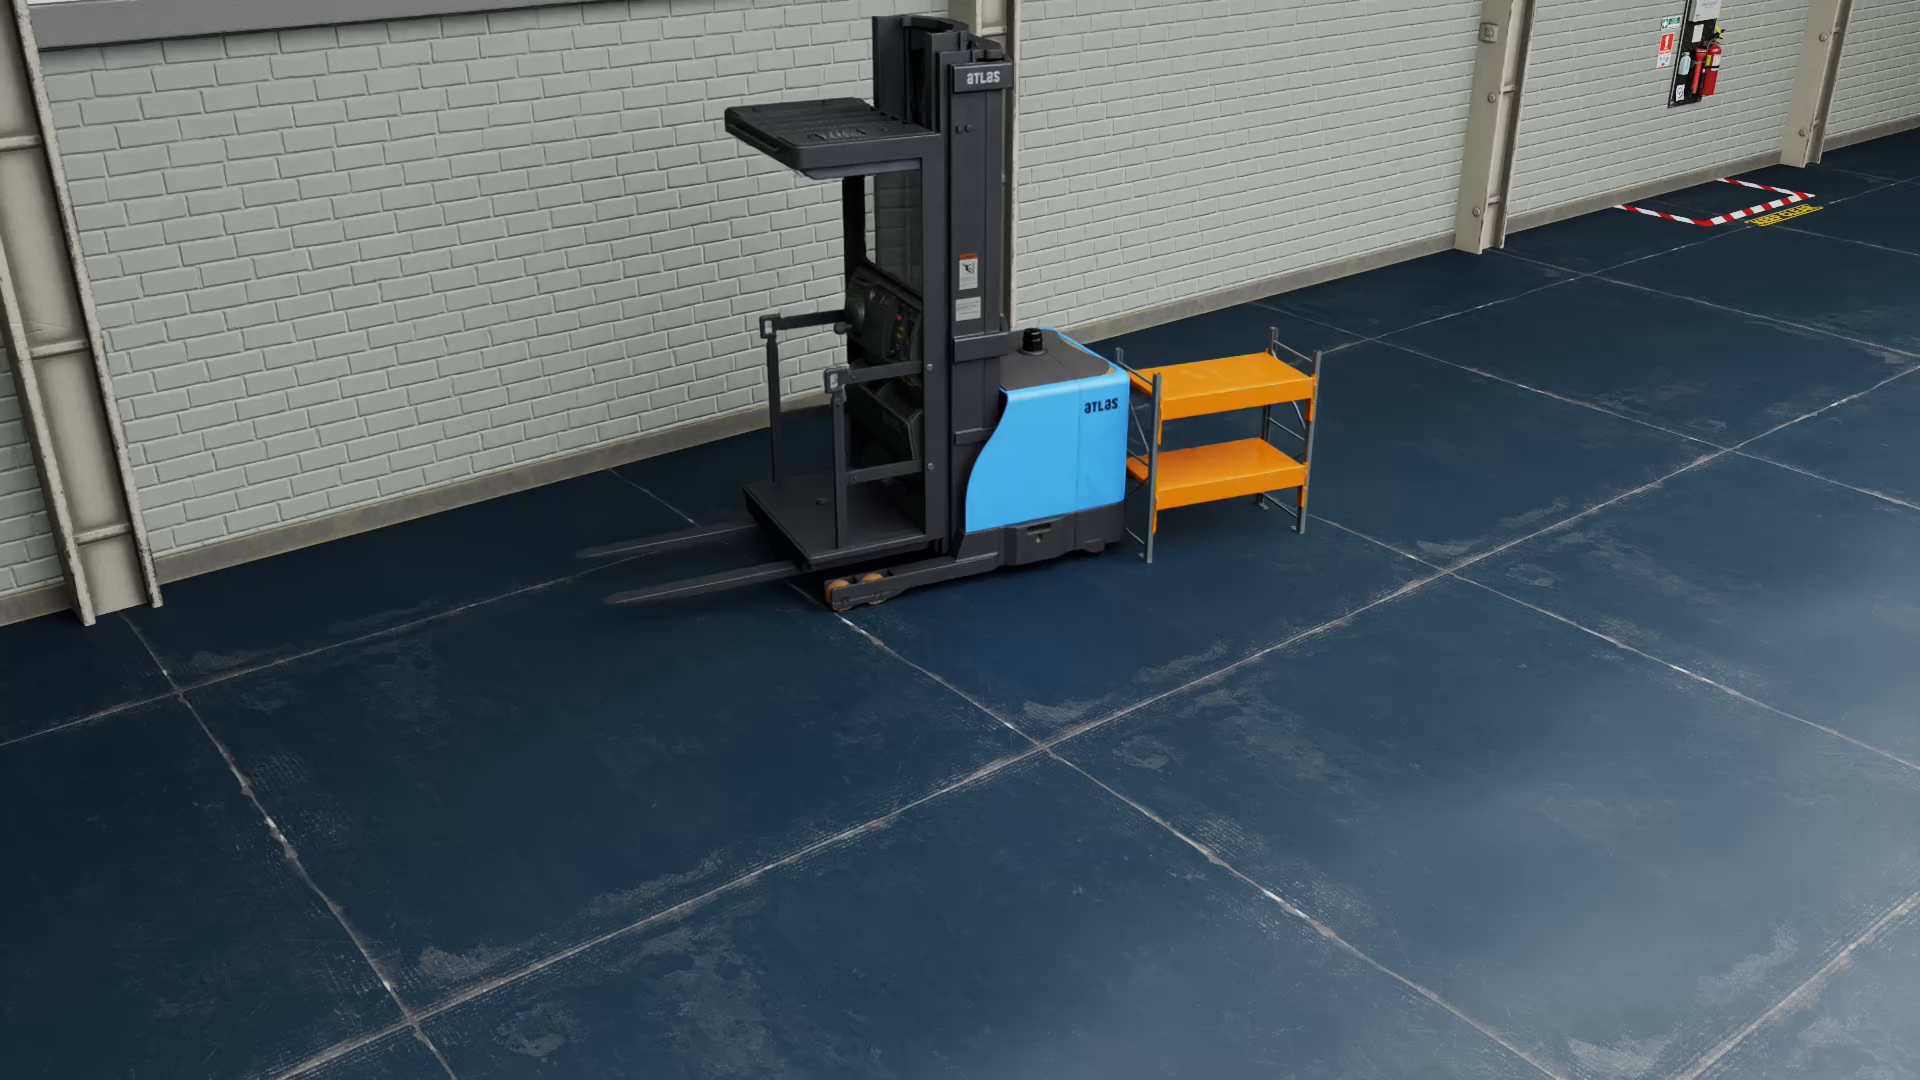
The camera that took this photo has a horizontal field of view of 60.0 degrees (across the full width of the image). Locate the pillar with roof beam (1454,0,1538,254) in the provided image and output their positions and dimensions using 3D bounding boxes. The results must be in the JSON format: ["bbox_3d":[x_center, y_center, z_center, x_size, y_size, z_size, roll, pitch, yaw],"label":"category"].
[{"bbox_3d":[7.543,-5.420,10.739,0.400,9.000,9.100,-18,31,-34],"label":"pillar with roof beam"}]

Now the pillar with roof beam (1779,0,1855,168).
[{"bbox_3d":[12.265,-6.978,14.097,0.400,9.000,9.100,-18,31,-34],"label":"pillar with roof beam"}]

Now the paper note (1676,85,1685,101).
[{"bbox_3d":[7.458,-4.631,17.212,0.142,0.148,0.016,-18,31,-34],"label":"paper note"}]

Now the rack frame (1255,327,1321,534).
[{"bbox_3d":[1.928,-0.644,9.801,0.032,1.125,0.500,-10,27,-20],"label":"rack frame"}]

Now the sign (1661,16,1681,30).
[{"bbox_3d":[7.151,-5.199,16.718,0.331,0.109,0.001,-18,31,-34],"label":"sign"}]

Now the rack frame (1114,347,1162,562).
[{"bbox_3d":[0.986,-0.482,9.453,0.032,1.125,0.500,-10,27,-20],"label":"rack frame"}]

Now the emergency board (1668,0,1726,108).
[{"bbox_3d":[7.640,-5.054,17.077,0.643,1.169,0.194,-18,31,-34],"label":"emergency board"}]

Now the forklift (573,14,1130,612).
[{"bbox_3d":[-0.599,-1.199,8.851,3.031,2.935,1.130,-11,27,-23],"label":"forklift"}]

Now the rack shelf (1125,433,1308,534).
[{"bbox_3d":[1.457,-0.341,9.730,1.000,0.278,0.538,-10,27,-20],"label":"rack shelf"}]

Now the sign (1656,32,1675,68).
[{"bbox_3d":[7.142,-4.961,16.833,0.234,0.329,0.001,-18,31,-34],"label":"sign"}]

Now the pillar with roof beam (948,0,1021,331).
[{"bbox_3d":[2.822,-3.861,7.380,0.400,9.000,9.100,-18,31,-34],"label":"pillar with roof beam"}]

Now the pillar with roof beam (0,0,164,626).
[{"bbox_3d":[-1.900,-2.303,4.022,0.400,9.000,9.100,-18,31,-34],"label":"pillar with roof beam"}]

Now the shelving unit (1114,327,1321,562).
[{"bbox_3d":[1.457,-0.563,9.627,1.048,1.125,0.538,-10,27,-20],"label":"shelving unit"}]

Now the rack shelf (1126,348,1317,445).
[{"bbox_3d":[1.457,-0.829,9.504,1.000,0.278,0.538,-10,27,-20],"label":"rack shelf"}]
